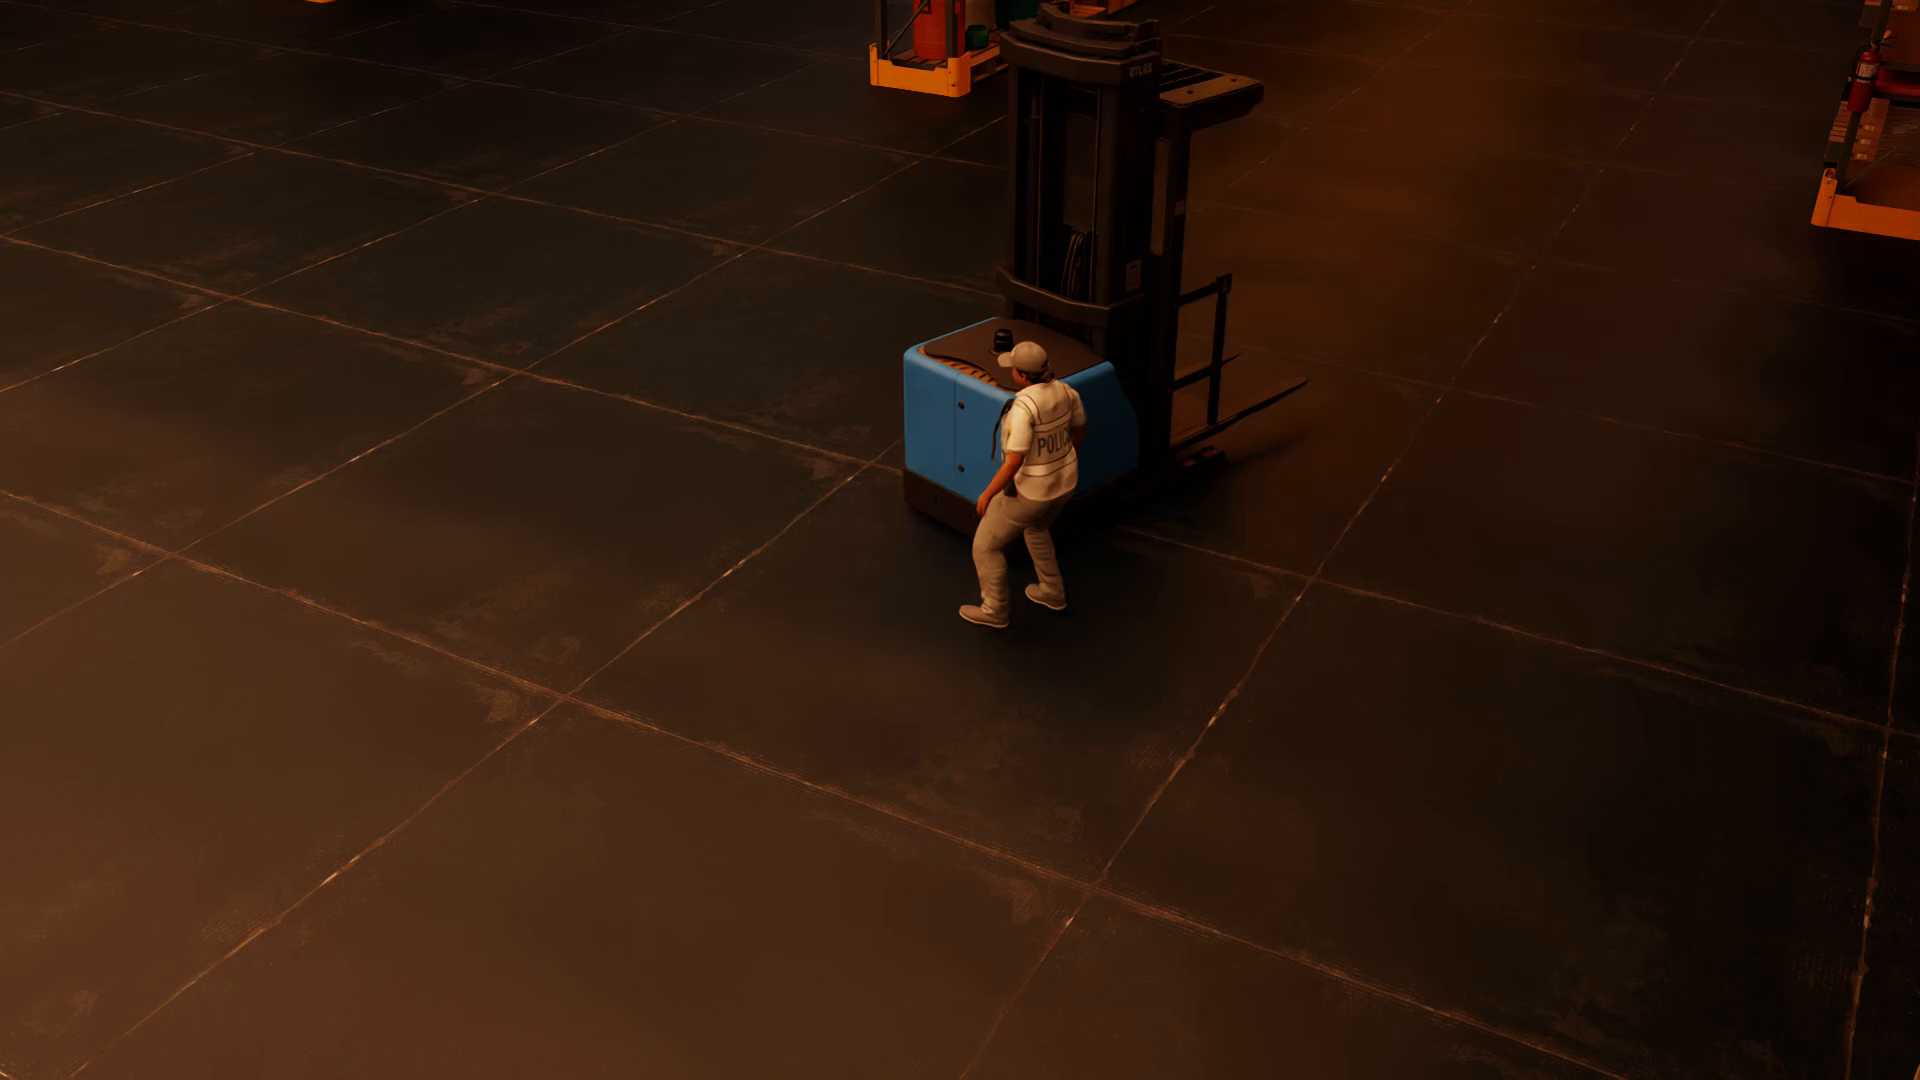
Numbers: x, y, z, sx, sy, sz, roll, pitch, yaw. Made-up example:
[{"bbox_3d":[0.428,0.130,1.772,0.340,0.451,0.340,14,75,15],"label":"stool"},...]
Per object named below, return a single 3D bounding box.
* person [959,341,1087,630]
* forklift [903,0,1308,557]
[{"bbox_3d":[0.364,-0.317,8.930,0.473,1.621,0.763,24,38,35],"label":"person"},{"bbox_3d":[1.070,-1.791,10.174,3.031,2.935,1.130,-25,38,-36],"label":"forklift"}]
